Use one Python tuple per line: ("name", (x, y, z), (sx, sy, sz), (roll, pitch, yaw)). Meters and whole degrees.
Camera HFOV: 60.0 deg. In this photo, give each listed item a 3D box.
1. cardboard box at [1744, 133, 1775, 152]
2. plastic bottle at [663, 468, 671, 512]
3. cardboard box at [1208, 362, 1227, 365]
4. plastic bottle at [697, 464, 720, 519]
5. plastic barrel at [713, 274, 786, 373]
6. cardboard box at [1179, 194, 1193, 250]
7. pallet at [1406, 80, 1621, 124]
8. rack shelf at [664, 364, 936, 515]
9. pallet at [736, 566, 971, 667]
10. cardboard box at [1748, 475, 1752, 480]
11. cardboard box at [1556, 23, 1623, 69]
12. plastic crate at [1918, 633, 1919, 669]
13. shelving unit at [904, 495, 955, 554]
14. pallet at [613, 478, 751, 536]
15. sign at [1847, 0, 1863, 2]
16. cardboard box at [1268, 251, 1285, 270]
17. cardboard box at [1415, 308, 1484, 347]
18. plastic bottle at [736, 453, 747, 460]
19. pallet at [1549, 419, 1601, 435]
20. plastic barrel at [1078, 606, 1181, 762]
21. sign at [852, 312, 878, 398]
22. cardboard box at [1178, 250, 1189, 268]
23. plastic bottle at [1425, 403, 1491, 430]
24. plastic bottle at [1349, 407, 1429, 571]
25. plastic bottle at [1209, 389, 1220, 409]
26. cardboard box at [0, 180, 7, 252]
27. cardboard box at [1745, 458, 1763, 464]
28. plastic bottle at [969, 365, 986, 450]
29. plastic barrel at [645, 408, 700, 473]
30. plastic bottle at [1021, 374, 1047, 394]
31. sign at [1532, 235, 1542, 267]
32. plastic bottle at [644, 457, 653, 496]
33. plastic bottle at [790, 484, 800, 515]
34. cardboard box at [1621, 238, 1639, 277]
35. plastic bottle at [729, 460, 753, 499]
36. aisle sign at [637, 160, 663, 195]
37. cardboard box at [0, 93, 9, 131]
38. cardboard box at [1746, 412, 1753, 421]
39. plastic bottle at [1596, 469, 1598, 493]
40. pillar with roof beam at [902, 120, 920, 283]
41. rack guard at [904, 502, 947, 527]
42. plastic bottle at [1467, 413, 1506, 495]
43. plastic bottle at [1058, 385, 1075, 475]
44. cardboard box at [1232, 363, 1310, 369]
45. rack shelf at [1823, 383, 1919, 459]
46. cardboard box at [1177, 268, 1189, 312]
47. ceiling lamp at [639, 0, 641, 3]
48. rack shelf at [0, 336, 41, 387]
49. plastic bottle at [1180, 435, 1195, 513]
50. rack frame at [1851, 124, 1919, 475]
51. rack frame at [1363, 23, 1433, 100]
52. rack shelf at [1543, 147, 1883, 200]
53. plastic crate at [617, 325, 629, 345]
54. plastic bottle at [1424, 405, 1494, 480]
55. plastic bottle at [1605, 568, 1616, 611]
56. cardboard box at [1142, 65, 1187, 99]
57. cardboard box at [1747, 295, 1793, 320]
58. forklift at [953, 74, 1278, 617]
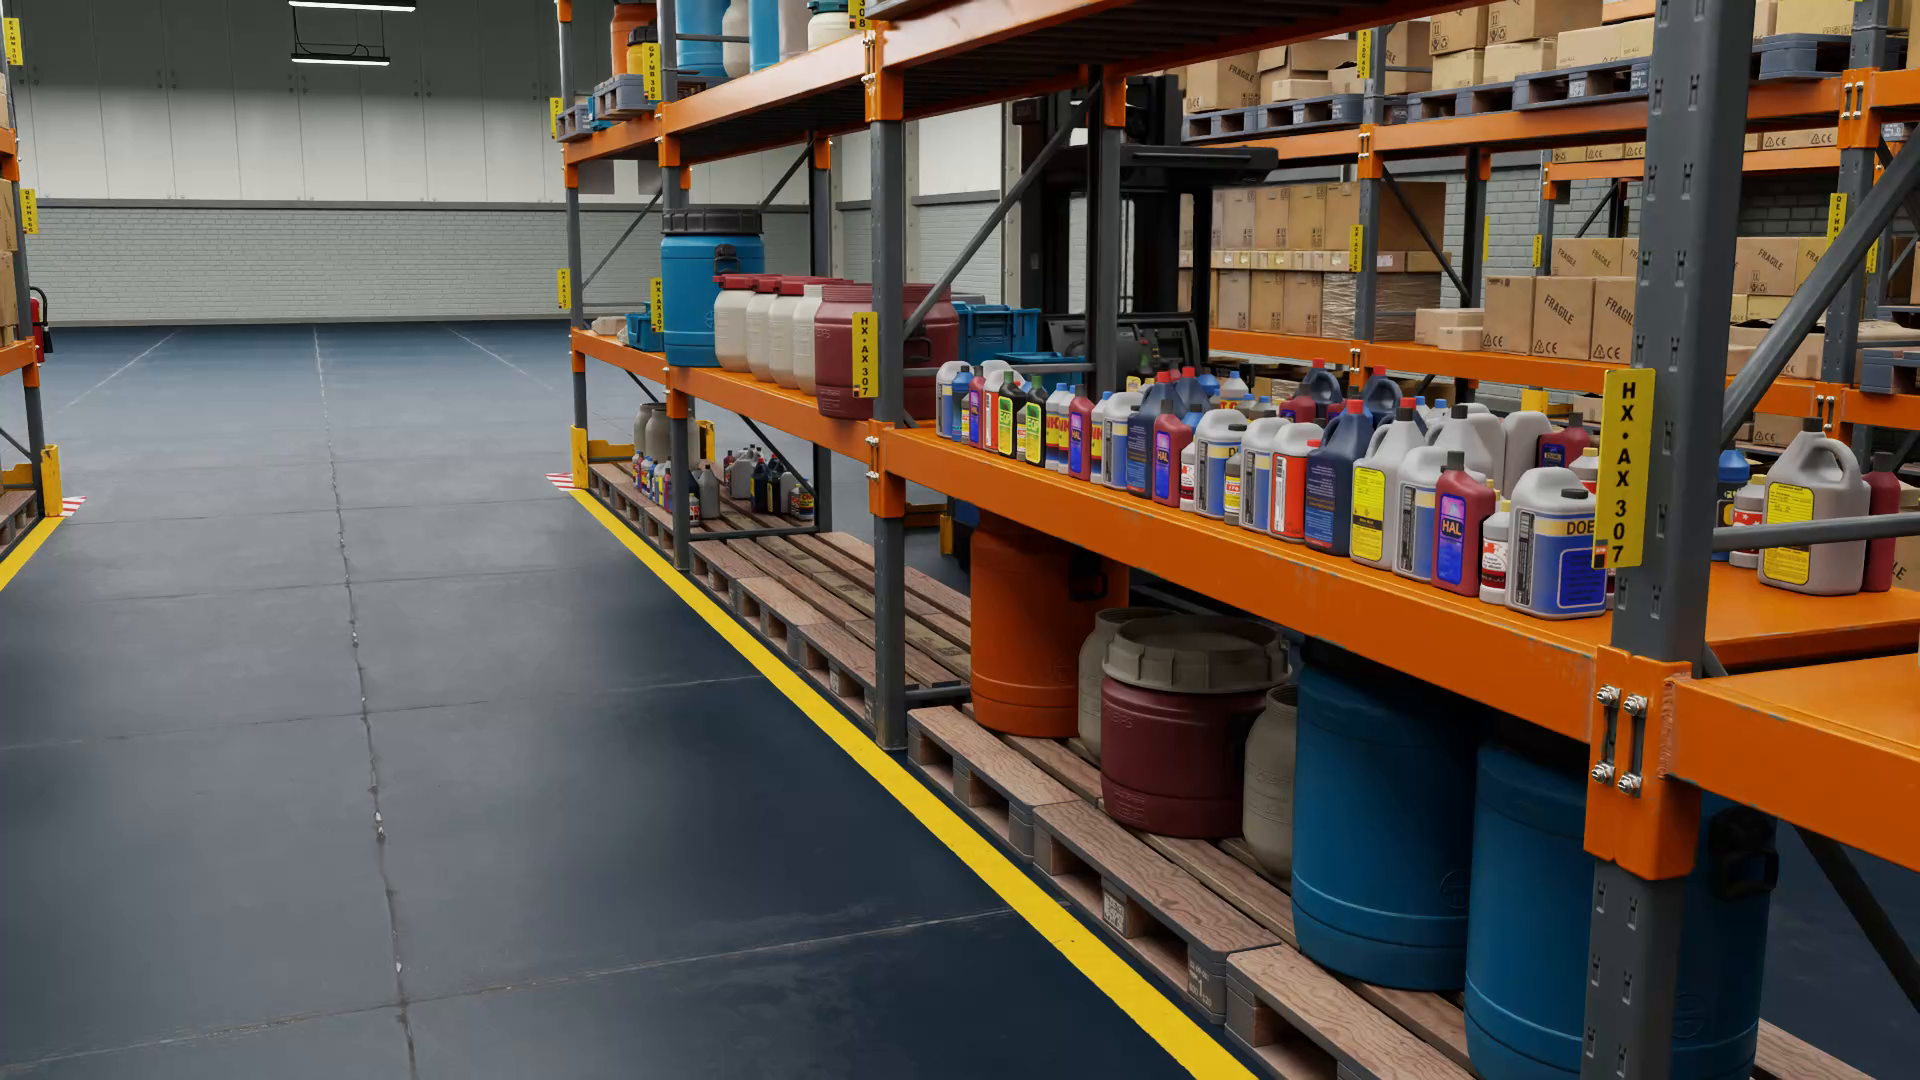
("cardboard box", (7.110, -3.722, 14.873), (0.500, 0.500, 0.500), (-4, 11, -23))
("plastic bottle", (-1.973, -0.341, 11.271), (0.061, 0.283, 0.133), (-3, 11, -17))
("cardboard box", (2.035, -1.325, 14.816), (0.500, 0.500, 0.500), (-4, 11, -21))
("plastic bottle", (-1.671, -0.328, 11.006), (0.144, 0.351, 0.185), (-4, 11, -21))
("plastic barrel", (-1.161, -1.216, 9.305), (0.433, 0.535, 0.433), (0, 10, 0))
("cardboard box", (2.237, -2.803, 14.622), (0.700, 0.500, 0.500), (-4, 11, -22))
("pallet", (3.647, -2.873, 10.986), (0.805, 0.209, 1.217), (-4, 11, -23))
("rack shelf", (-0.578, -0.639, 8.500), (1.077, 0.370, 4.000), (-4, 11, -21))
("pallet", (-0.537, 0.379, 8.689), (1.003, 0.211, 1.213), (-4, 11, -21))
("cardboard box", (4.151, -0.264, 9.388), (0.500, 0.311, 0.500), (-4, 11, -22))
("cardboard box", (3.951, -2.927, 9.974), (0.500, 0.250, 0.500), (-5, 11, -26))
("plastic crate", (1.631, 0.172, 2.471), (0.396, 0.136, 0.243), (-4, 11, -21))
("shelving unit", (-0.028, -0.751, 11.359), (0.587, 1.500, 1.083), (-4, 11, -21))
("pallet", (-1.954, -0.258, 12.269), (1.003, 0.211, 1.213), (-4, 11, -21))
("sign", (4.244, -2.717, 7.861), (0.100, 0.325, 0.005), (-4, 11, -21))
("cardboard box", (2.650, -2.199, 13.078), (0.380, 0.149, 0.250), (-4, 11, -21))
("cardboard box", (3.534, -1.482, 11.613), (0.500, 0.250, 0.500), (-3, 11, -17))
("plastic bottle", (-1.562, -0.510, 12.246), (0.152, 0.276, 0.135), (-4, 11, -22))
("pallet", (6.770, -1.081, 16.894), (1.003, 0.211, 1.213), (-4, 11, -21))
("plastic barrel", (0.627, 0.517, 5.854), (0.421, 0.512, 0.421), (0, 10, 0))
("sign", (-0.364, -0.711, 6.385), (0.100, 0.325, 0.005), (-4, 11, -21))
("cardboard box", (2.084, -2.452, 14.502), (0.380, 0.149, 0.250), (-4, 11, -22))
("plastic bottle", (1.364, -0.241, 4.566), (0.152, 0.276, 0.135), (-4, 11, -21))
("plastic bottle", (0.958, -0.119, 3.663), (0.144, 0.351, 0.185), (-4, 11, -21))
("plastic bottle", (0.905, -0.424, 5.808), (0.097, 0.201, 0.097), (0, 10, 0))
("cardboard box", (-6.753, -2.191, 11.180), (0.500, 0.500, 0.500), (-4, 11, -21))
("cardboard box", (4.467, -0.382, 10.054), (0.500, 0.311, 0.500), (-4, 11, -22))
("plastic bottle", (0.078, -0.461, 5.782), (0.061, 0.283, 0.133), (-4, 11, -21))
("plastic barrel", (-2.261, -0.770, 13.088), (0.421, 0.512, 0.421), (0, 10, 0))
("plastic bottle", (0.243, -0.420, 5.582), (0.097, 0.271, 0.097), (0, 10, 0))
("sign", (5.975, -2.993, 17.208), (0.100, 0.325, 0.005), (-4, 11, -21))
("plastic bottle", (-2.226, -0.458, 11.962), (0.097, 0.271, 0.097), (0, 10, 0))
("plastic bottle", (-1.084, -0.271, 11.115), (0.097, 0.201, 0.097), (0, 10, 0))
("cardboard box", (6.725, -2.643, 15.945), (0.500, 0.500, 0.500), (-4, 11, -23))
("plastic bottle", (-1.560, -0.440, 11.849), (0.152, 0.276, 0.135), (-4, 11, -21))
("aisle sign", (-2.502, -3.283, 13.888), (0.394, 0.787, 0.004), (-4, 11, -21))
("cardboard box", (-6.958, -2.998, 11.575), (0.500, 0.250, 0.500), (-4, 11, -20))
("cardboard box", (7.074, -1.252, 15.777), (0.700, 0.500, 0.500), (-5, 11, -24))
("plastic bottle", (1.599, -0.112, 4.051), (0.097, 0.201, 0.097), (0, 10, 0))
("pillar with roof beam", (-5.169, -9.140, 37.106), (9.100, 9.000, 0.548), (-4, 11, -21))
("rack guard", (-0.208, -0.217, 11.925), (0.587, 0.250, 0.087), (-4, 11, -21))
("plastic bottle", (1.306, -0.194, 4.299), (0.152, 0.276, 0.135), (-4, 11, -21))
("plastic bottle", (0.353, -0.341, 5.137), (0.097, 0.271, 0.097), (0, 10, 0))
("cardboard box", (2.713, -1.277, 14.547), (0.500, 0.500, 0.500), (-4, 11, -21))
("rack shelf", (5.489, -0.300, 6.594), (1.077, 0.370, 4.000), (-4, 11, -21))
("cardboard box", (2.217, -2.173, 14.785), (0.700, 0.500, 0.500), (-4, 11, -19))
("ceiling lamp", (-6.553, -12.320, 38.321), (2.000, 3.185, 0.800), (-4, 11, -21))
("rack shelf", (-6.644, -0.977, 10.404), (1.077, 0.370, 4.000), (-4, 11, -21))
("plastic bottle", (0.636, -0.179, 4.426), (0.097, 0.201, 0.097), (0, 10, 0))
("rack frame", (7.930, -1.948, 13.807), (1.000, 3.000, 0.127), (-4, 11, -21))
("rack frame", (3.315, -4.587, 11.511), (1.000, 3.000, 0.127), (-4, 11, -21))
("rack shelf", (7.206, -3.397, 15.443), (1.077, 0.370, 4.000), (-4, 11, -21))
("plastic crate", (-2.128, -1.439, 11.695), (0.530, 0.136, 0.437), (-4, 11, -21))
("plastic bottle", (1.092, -0.128, 3.714), (0.144, 0.351, 0.185), (-4, 11, -21))
("plastic bottle", (1.261, 0.029, 3.257), (0.097, 0.201, 0.097), (0, 10, 0))
("cardboard box", (2.070, -3.995, 14.857), (0.797, 0.503, 0.637), (-3, 11, -17))
("cardboard box", (7.304, -2.024, 14.605), (0.500, 0.250, 0.500), (-4, 11, -21))
("forklift", (1.006, -1.074, 9.086), (1.130, 2.935, 3.031), (-4, 11, -23))
